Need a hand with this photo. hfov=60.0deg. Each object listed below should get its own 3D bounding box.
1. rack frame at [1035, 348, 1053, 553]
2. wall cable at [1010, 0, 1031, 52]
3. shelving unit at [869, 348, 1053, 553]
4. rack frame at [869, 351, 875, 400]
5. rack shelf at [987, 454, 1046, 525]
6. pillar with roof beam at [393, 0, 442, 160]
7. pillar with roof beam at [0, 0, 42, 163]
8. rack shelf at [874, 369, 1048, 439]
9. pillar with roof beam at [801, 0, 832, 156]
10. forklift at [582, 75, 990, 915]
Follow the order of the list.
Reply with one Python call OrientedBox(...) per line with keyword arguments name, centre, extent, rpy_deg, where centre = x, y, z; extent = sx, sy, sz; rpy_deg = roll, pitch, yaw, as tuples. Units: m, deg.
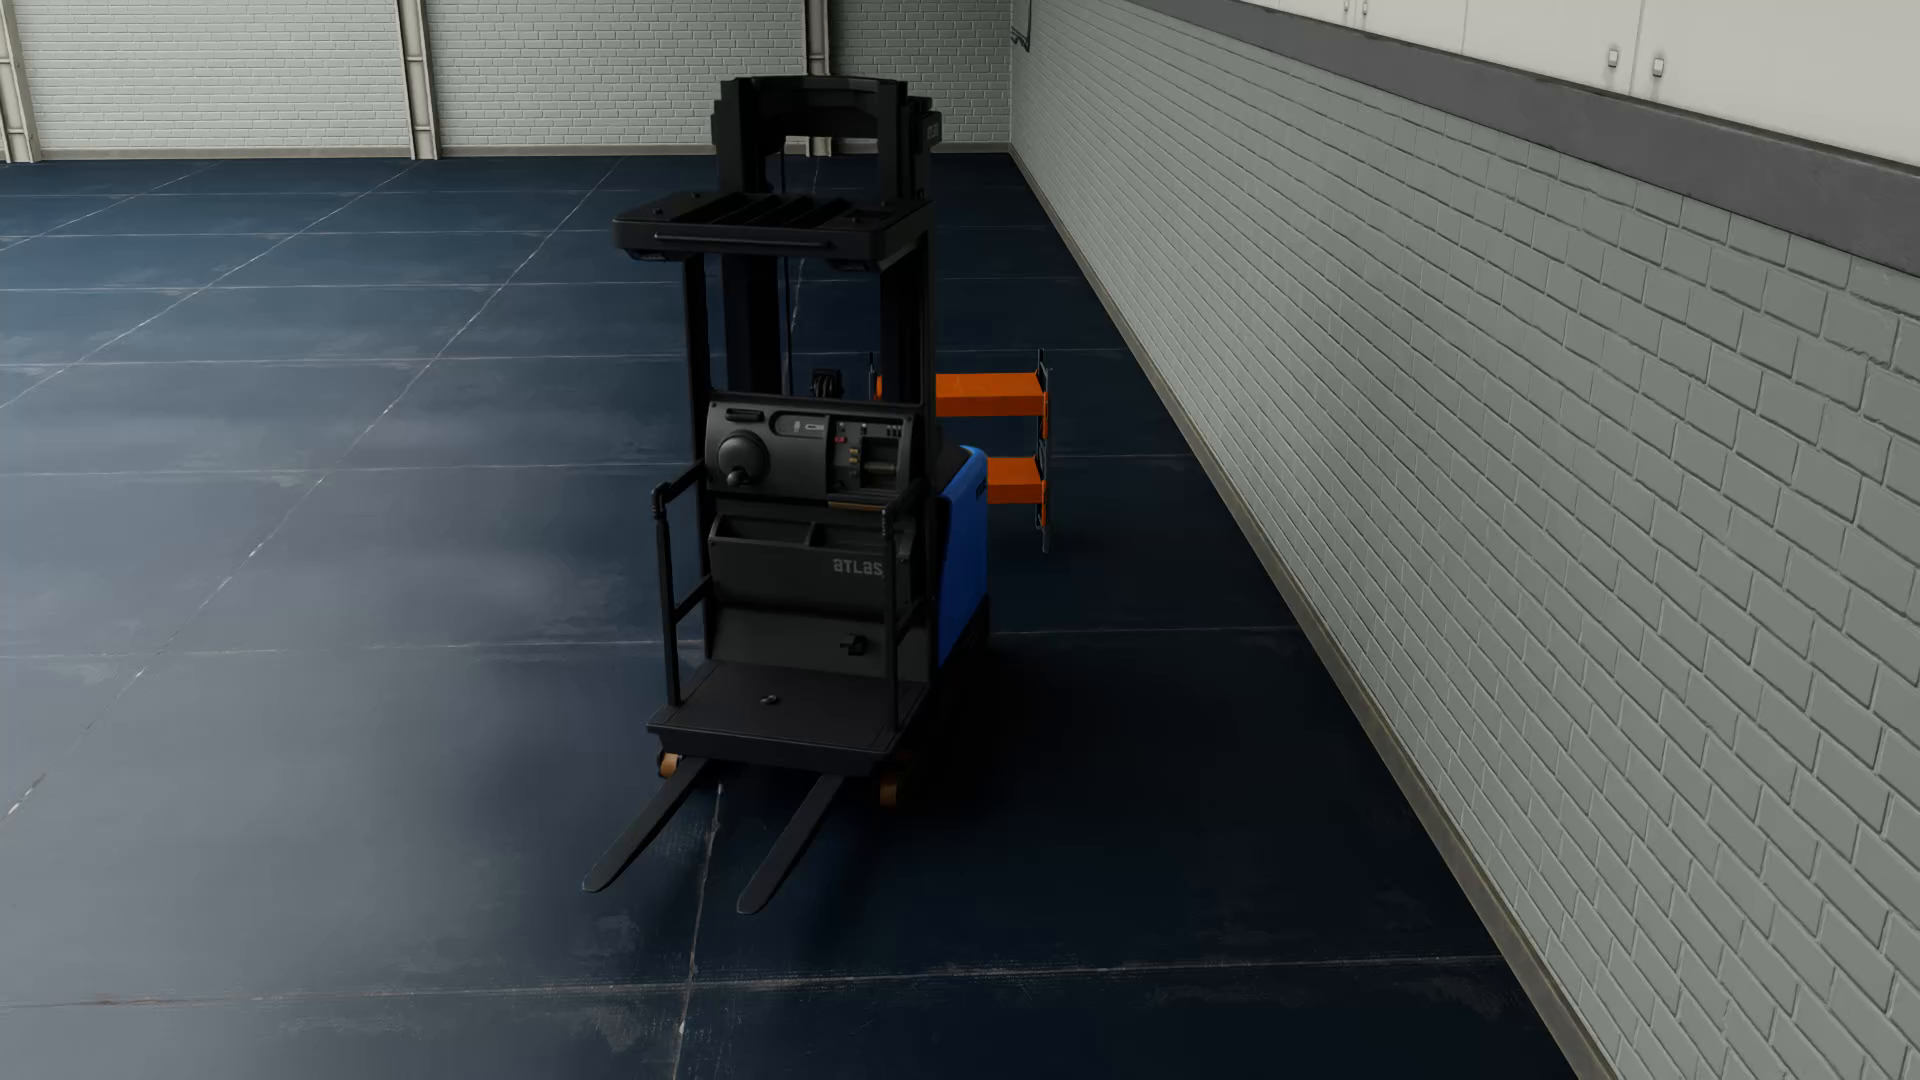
OrientedBox(name="rack frame", centre=(0.501, -0.536, 9.948), extent=(0.032, 1.125, 0.500), rpy_deg=(-1, 21, -3))
OrientedBox(name="wall cable", centre=(0.828, -8.328, 23.712), extent=(0.112, 2.526, 3.097), rpy_deg=(-1, 21, -3))
OrientedBox(name="shelving unit", centre=(-0.007, -0.526, 9.920), extent=(1.048, 1.125, 0.538), rpy_deg=(-1, 21, -3))
OrientedBox(name="rack frame", centre=(-0.514, -0.515, 9.893), extent=(0.032, 1.125, 0.500), rpy_deg=(-1, 21, -3))
OrientedBox(name="rack shelf", centre=(-0.007, -0.297, 10.007), extent=(1.000, 0.278, 0.538), rpy_deg=(-1, 21, -3))
OrientedBox(name="pillar with roof beam", centre=(-7.933, -8.538, 19.900), extent=(0.400, 9.000, 9.100), rpy_deg=(-1, 21, -3))
OrientedBox(name="pillar with roof beam", centre=(-13.923, -8.416, 19.580), extent=(0.400, 9.000, 9.100), rpy_deg=(-1, 21, -3))
OrientedBox(name="rack shelf", centre=(-0.007, -0.799, 9.816), extent=(1.000, 0.278, 0.538), rpy_deg=(-1, 21, -3))
OrientedBox(name="pillar with roof beam", centre=(-1.943, -8.660, 20.220), extent=(0.400, 9.000, 9.100), rpy_deg=(-1, 21, -3))
OrientedBox(name="forklift", centre=(-0.701, -0.370, 6.972), extent=(1.130, 2.935, 3.031), rpy_deg=(5, 21, 13))
